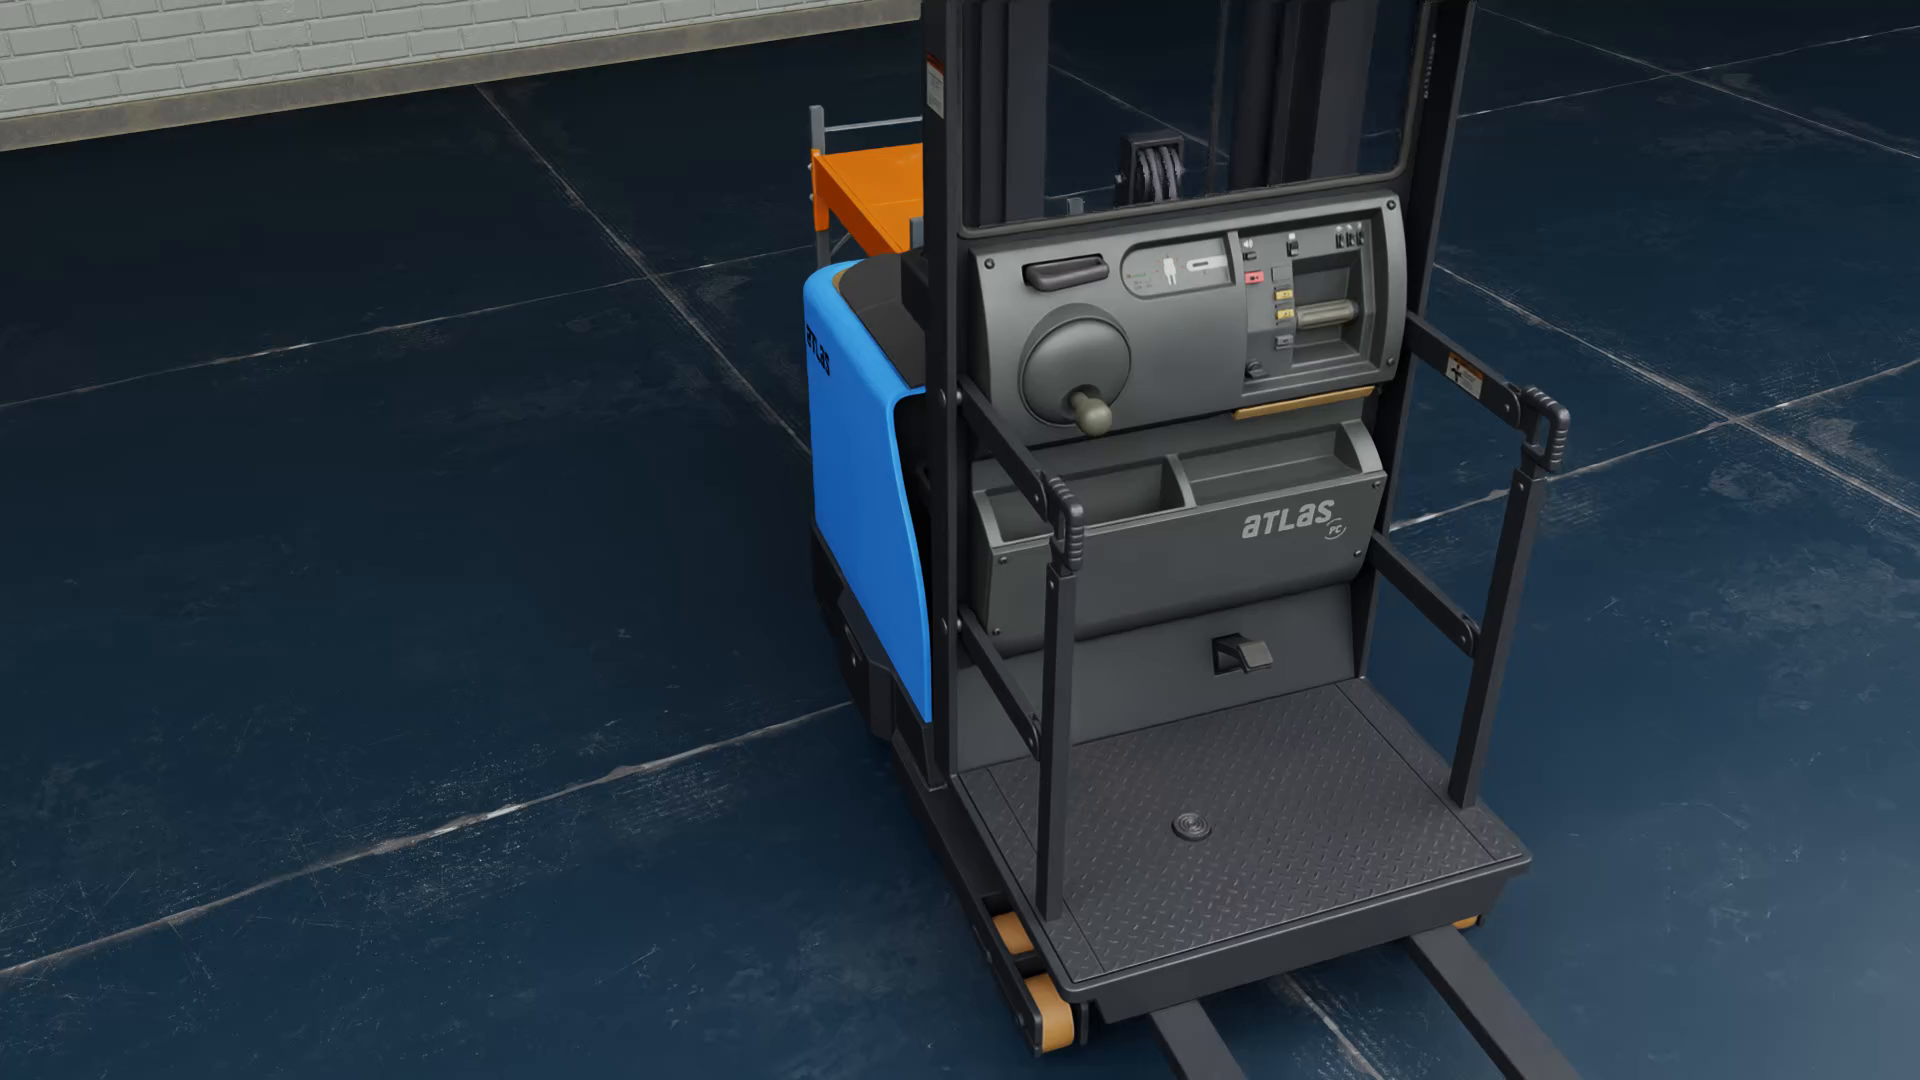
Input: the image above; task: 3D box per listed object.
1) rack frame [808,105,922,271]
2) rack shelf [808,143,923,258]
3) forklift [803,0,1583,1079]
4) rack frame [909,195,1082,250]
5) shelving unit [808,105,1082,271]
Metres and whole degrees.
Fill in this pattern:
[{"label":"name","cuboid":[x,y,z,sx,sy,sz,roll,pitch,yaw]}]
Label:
[{"label":"rack frame","cuboid":[-0.247,-0.958,5.702,0.500,1.125,0.032,-11,34,-17]},{"label":"rack shelf","cuboid":[-0.073,-0.946,5.142,0.538,0.278,1.000,-11,34,-17]},{"label":"forklift","cuboid":[0.553,-0.397,3.153,1.130,2.935,3.031,-11,34,-17]},{"label":"rack frame","cuboid":[0.102,-0.442,4.898,0.500,1.125,0.032,-11,34,-17]},{"label":"shelving unit","cuboid":[-0.073,-0.700,5.300,0.538,1.125,1.048,-11,34,-17]}]
